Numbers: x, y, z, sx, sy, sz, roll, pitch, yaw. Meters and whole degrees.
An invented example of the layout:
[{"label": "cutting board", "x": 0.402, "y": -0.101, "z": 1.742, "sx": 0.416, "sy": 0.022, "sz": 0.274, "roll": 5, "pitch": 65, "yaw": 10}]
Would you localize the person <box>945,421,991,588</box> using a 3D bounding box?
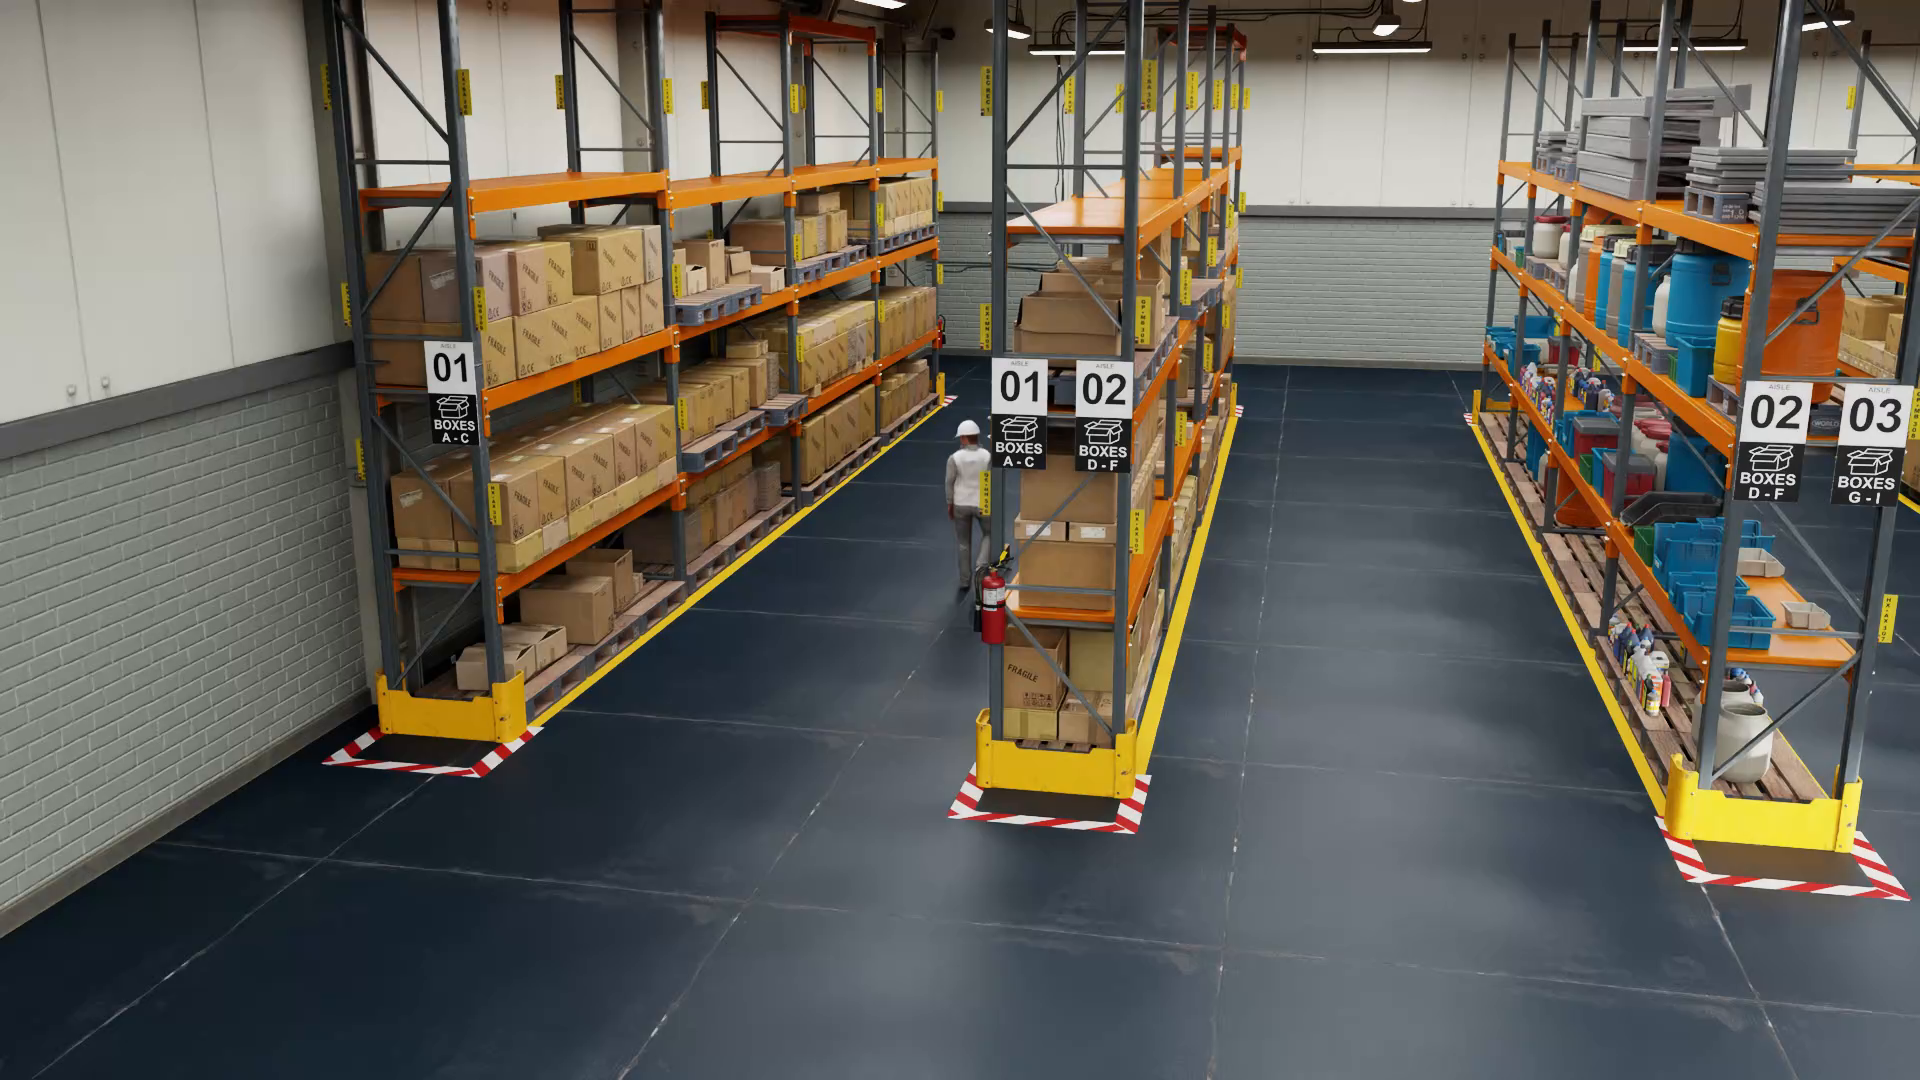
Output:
[{"label": "person", "x": 0.126, "y": -0.378, "z": 17.335, "sx": 0.561, "sy": 1.766, "sz": 0.440, "roll": 0, "pitch": 15, "yaw": 1}]
